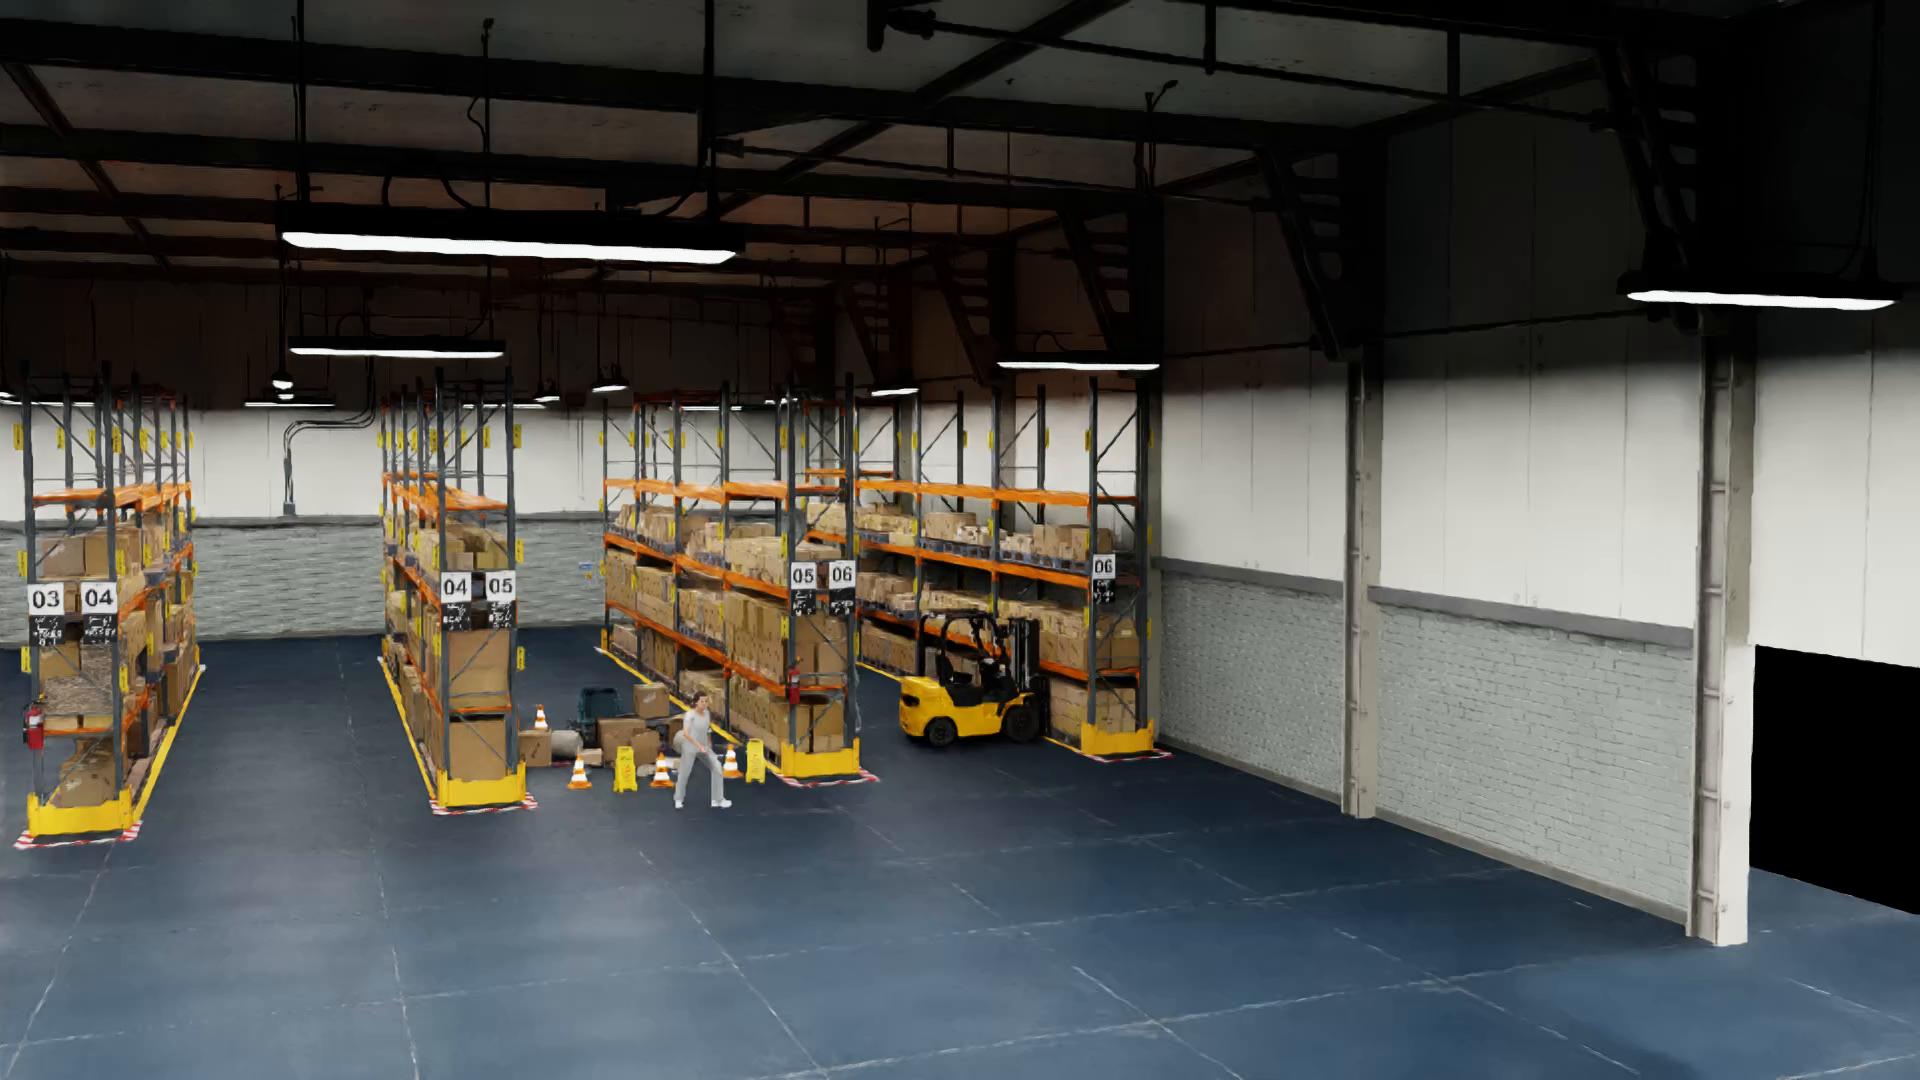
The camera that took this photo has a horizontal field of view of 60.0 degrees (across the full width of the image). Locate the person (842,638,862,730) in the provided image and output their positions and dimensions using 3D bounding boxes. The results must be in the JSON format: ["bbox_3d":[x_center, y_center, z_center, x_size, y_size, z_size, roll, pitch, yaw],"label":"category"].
[{"bbox_3d":[-1.926,2.577,28.651,0.527,1.374,0.523,1,4,12],"label":"person"}]

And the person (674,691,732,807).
[{"bbox_3d":[-3.549,2.834,22.559,0.600,1.612,0.774,-3,5,-43],"label":"person"}]
